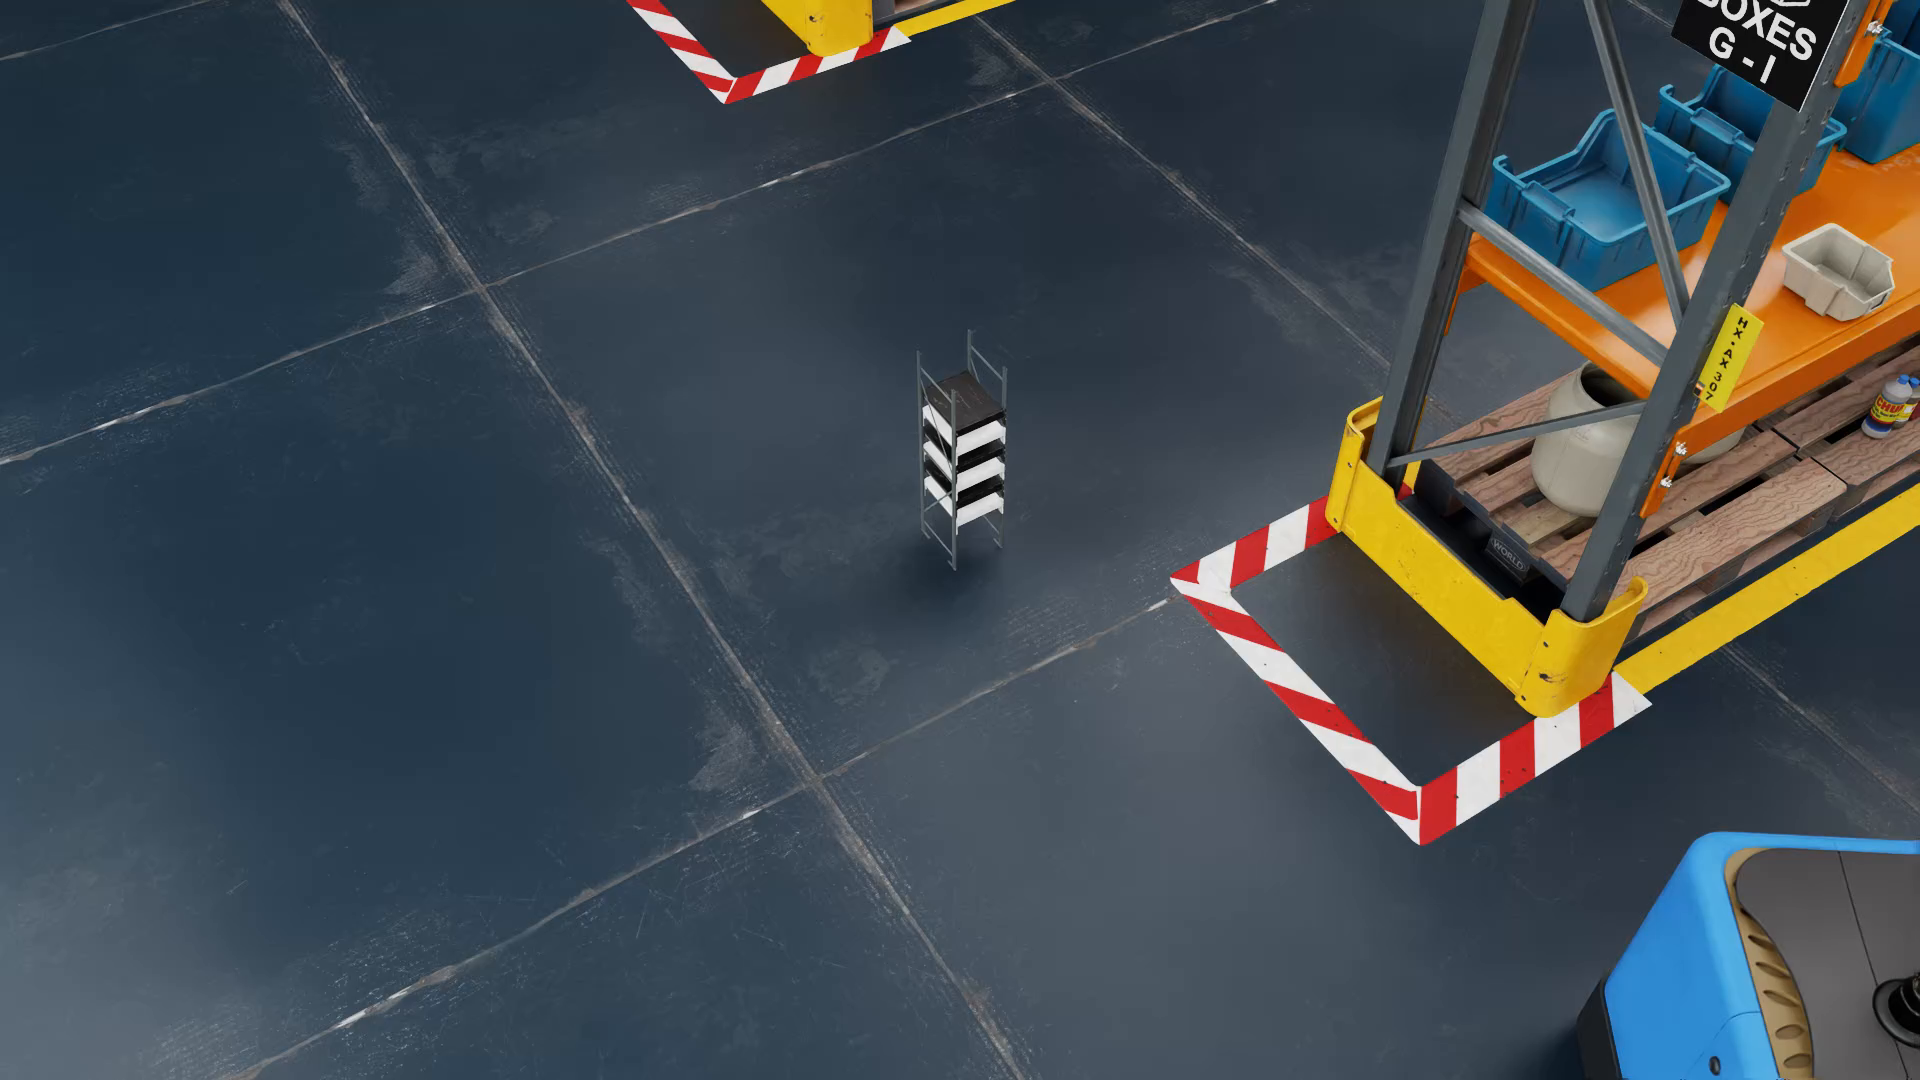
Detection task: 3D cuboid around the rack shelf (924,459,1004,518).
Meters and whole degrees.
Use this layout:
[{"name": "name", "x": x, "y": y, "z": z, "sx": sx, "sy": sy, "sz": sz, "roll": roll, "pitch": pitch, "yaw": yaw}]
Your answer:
[{"name": "rack shelf", "x": 0.007, "y": -0.220, "z": 6.009, "sx": 0.200, "sy": 0.077, "sz": 0.258, "roll": -25, "pitch": 53, "yaw": -21}]

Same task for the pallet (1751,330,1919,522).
[{"name": "pallet", "x": 3.542, "y": -0.681, "z": 6.715, "sx": 1.213, "sy": 0.211, "sz": 1.003, "roll": -25, "pitch": 53, "yaw": -21}]

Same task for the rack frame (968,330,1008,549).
[{"name": "rack frame", "x": 0.093, "y": -0.343, "z": 5.953, "sx": 0.006, "sy": 0.900, "sz": 0.240, "roll": -25, "pitch": 53, "yaw": -21}]

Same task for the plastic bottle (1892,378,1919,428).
[{"name": "plastic bottle", "x": 3.570, "y": -0.528, "z": 6.291, "sx": 0.097, "sy": 0.201, "sz": 0.097, "roll": 0, "pitch": 48, "yaw": 0}]

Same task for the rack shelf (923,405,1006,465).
[{"name": "rack shelf", "x": 0.007, "y": -0.400, "z": 5.807, "sx": 0.200, "sy": 0.077, "sz": 0.258, "roll": -25, "pitch": 53, "yaw": -21}]

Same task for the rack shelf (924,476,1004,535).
[{"name": "rack shelf", "x": 0.007, "y": -0.161, "z": 6.076, "sx": 0.200, "sy": 0.077, "sz": 0.258, "roll": -25, "pitch": 53, "yaw": -21}]

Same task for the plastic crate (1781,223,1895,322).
[{"name": "plastic crate", "x": 2.711, "y": -0.811, "z": 5.140, "sx": 0.250, "sy": 0.136, "sz": 0.298, "roll": -25, "pitch": 53, "yaw": -21}]

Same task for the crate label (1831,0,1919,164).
[{"name": "crate label", "x": 3.195, "y": -1.661, "z": 5.697, "sx": 0.616, "sy": 0.435, "sz": 0.502, "roll": -25, "pitch": 53, "yaw": -21}]

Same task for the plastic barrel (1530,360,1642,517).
[{"name": "plastic barrel", "x": 2.298, "y": -0.368, "z": 5.954, "sx": 0.421, "sy": 0.512, "sz": 0.421, "roll": 0, "pitch": 48, "yaw": 0}]

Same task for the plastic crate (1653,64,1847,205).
[{"name": "plastic crate", "x": 2.598, "y": -1.340, "z": 5.534, "sx": 0.408, "sy": 0.251, "sz": 0.499, "roll": -25, "pitch": 53, "yaw": -21}]

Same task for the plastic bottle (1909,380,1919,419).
[{"name": "plastic bottle", "x": 3.683, "y": -0.593, "z": 6.293, "sx": 0.133, "sy": 0.283, "sz": 0.061, "roll": -24, "pitch": 53, "yaw": -20}]

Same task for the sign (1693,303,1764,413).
[{"name": "sign", "x": 2.072, "y": -0.488, "z": 4.491, "sx": 0.005, "sy": 0.325, "sz": 0.100, "roll": -25, "pitch": 53, "yaw": -21}]

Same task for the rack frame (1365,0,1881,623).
[{"name": "rack frame", "x": 1.783, "y": -0.745, "z": 4.905, "sx": 0.127, "sy": 3.000, "sz": 1.000, "roll": -25, "pitch": 53, "yaw": -21}]

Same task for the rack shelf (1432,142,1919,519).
[{"name": "rack shelf", "x": 3.474, "y": -1.303, "z": 5.884, "sx": 4.000, "sy": 0.370, "sz": 1.077, "roll": -25, "pitch": 53, "yaw": -21}]

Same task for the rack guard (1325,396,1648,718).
[{"name": "rack guard", "x": 1.822, "y": 0.026, "z": 5.892, "sx": 0.348, "sy": 0.500, "sz": 1.175, "roll": -25, "pitch": 53, "yaw": -21}]

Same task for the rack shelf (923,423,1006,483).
[{"name": "rack shelf", "x": 0.007, "y": -0.340, "z": 5.874, "sx": 0.200, "sy": 0.077, "sz": 0.258, "roll": -25, "pitch": 53, "yaw": -21}]

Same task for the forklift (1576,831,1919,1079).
[{"name": "forklift", "x": 3.293, "y": 0.896, "z": 3.490, "sx": 3.031, "sy": 2.935, "sz": 1.130, "roll": 3, "pitch": 48, "yaw": 2}]

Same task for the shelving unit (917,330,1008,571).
[{"name": "shelving unit", "x": 0.007, "y": -0.302, "z": 5.917, "sx": 0.210, "sy": 0.900, "sz": 0.258, "roll": -25, "pitch": 53, "yaw": -21}]

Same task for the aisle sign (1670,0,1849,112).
[{"name": "aisle sign", "x": 1.878, "y": -1.396, "z": 3.744, "sx": 0.004, "sy": 0.787, "sz": 0.394, "roll": -25, "pitch": 53, "yaw": -21}]

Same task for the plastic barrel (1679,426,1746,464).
[{"name": "plastic barrel", "x": 2.722, "y": -0.568, "z": 6.132, "sx": 0.421, "sy": 0.512, "sz": 0.421, "roll": 0, "pitch": 48, "yaw": 0}]

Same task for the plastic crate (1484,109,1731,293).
[{"name": "plastic crate", "x": 2.046, "y": -1.084, "z": 5.307, "sx": 0.616, "sy": 0.251, "sz": 0.499, "roll": -25, "pitch": 53, "yaw": -21}]

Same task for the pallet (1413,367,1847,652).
[{"name": "pallet", "x": 2.512, "y": -0.198, "z": 6.285, "sx": 1.213, "sy": 0.211, "sz": 1.003, "roll": -25, "pitch": 53, "yaw": -21}]

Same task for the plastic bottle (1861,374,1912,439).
[{"name": "plastic bottle", "x": 3.482, "y": -0.510, "z": 6.228, "sx": 0.097, "sy": 0.271, "sz": 0.097, "roll": 0, "pitch": 48, "yaw": 0}]

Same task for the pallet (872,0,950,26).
[{"name": "pallet", "x": -0.233, "y": -3.279, "z": 9.029, "sx": 1.213, "sy": 0.211, "sz": 1.003, "roll": -25, "pitch": 53, "yaw": -21}]

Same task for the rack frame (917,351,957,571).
[{"name": "rack frame", "x": -0.079, "y": -0.262, "z": 5.881, "sx": 0.006, "sy": 0.900, "sz": 0.240, "roll": -25, "pitch": 53, "yaw": -21}]

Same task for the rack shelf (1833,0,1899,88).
[{"name": "rack shelf", "x": 3.474, "y": -2.301, "z": 4.763, "sx": 4.000, "sy": 0.370, "sz": 1.077, "roll": -25, "pitch": 53, "yaw": -21}]

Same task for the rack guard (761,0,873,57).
[{"name": "rack guard", "x": -0.878, "y": -3.034, "z": 8.618, "sx": 0.348, "sy": 0.500, "sz": 1.175, "roll": -25, "pitch": 53, "yaw": -21}]

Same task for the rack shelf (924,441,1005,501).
[{"name": "rack shelf", "x": 0.007, "y": -0.280, "z": 5.942, "sx": 0.200, "sy": 0.077, "sz": 0.258, "roll": -25, "pitch": 53, "yaw": -21}]

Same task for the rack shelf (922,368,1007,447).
[{"name": "rack shelf", "x": 0.007, "y": -0.460, "z": 5.740, "sx": 0.200, "sy": 0.077, "sz": 0.258, "roll": -25, "pitch": 53, "yaw": -21}]
